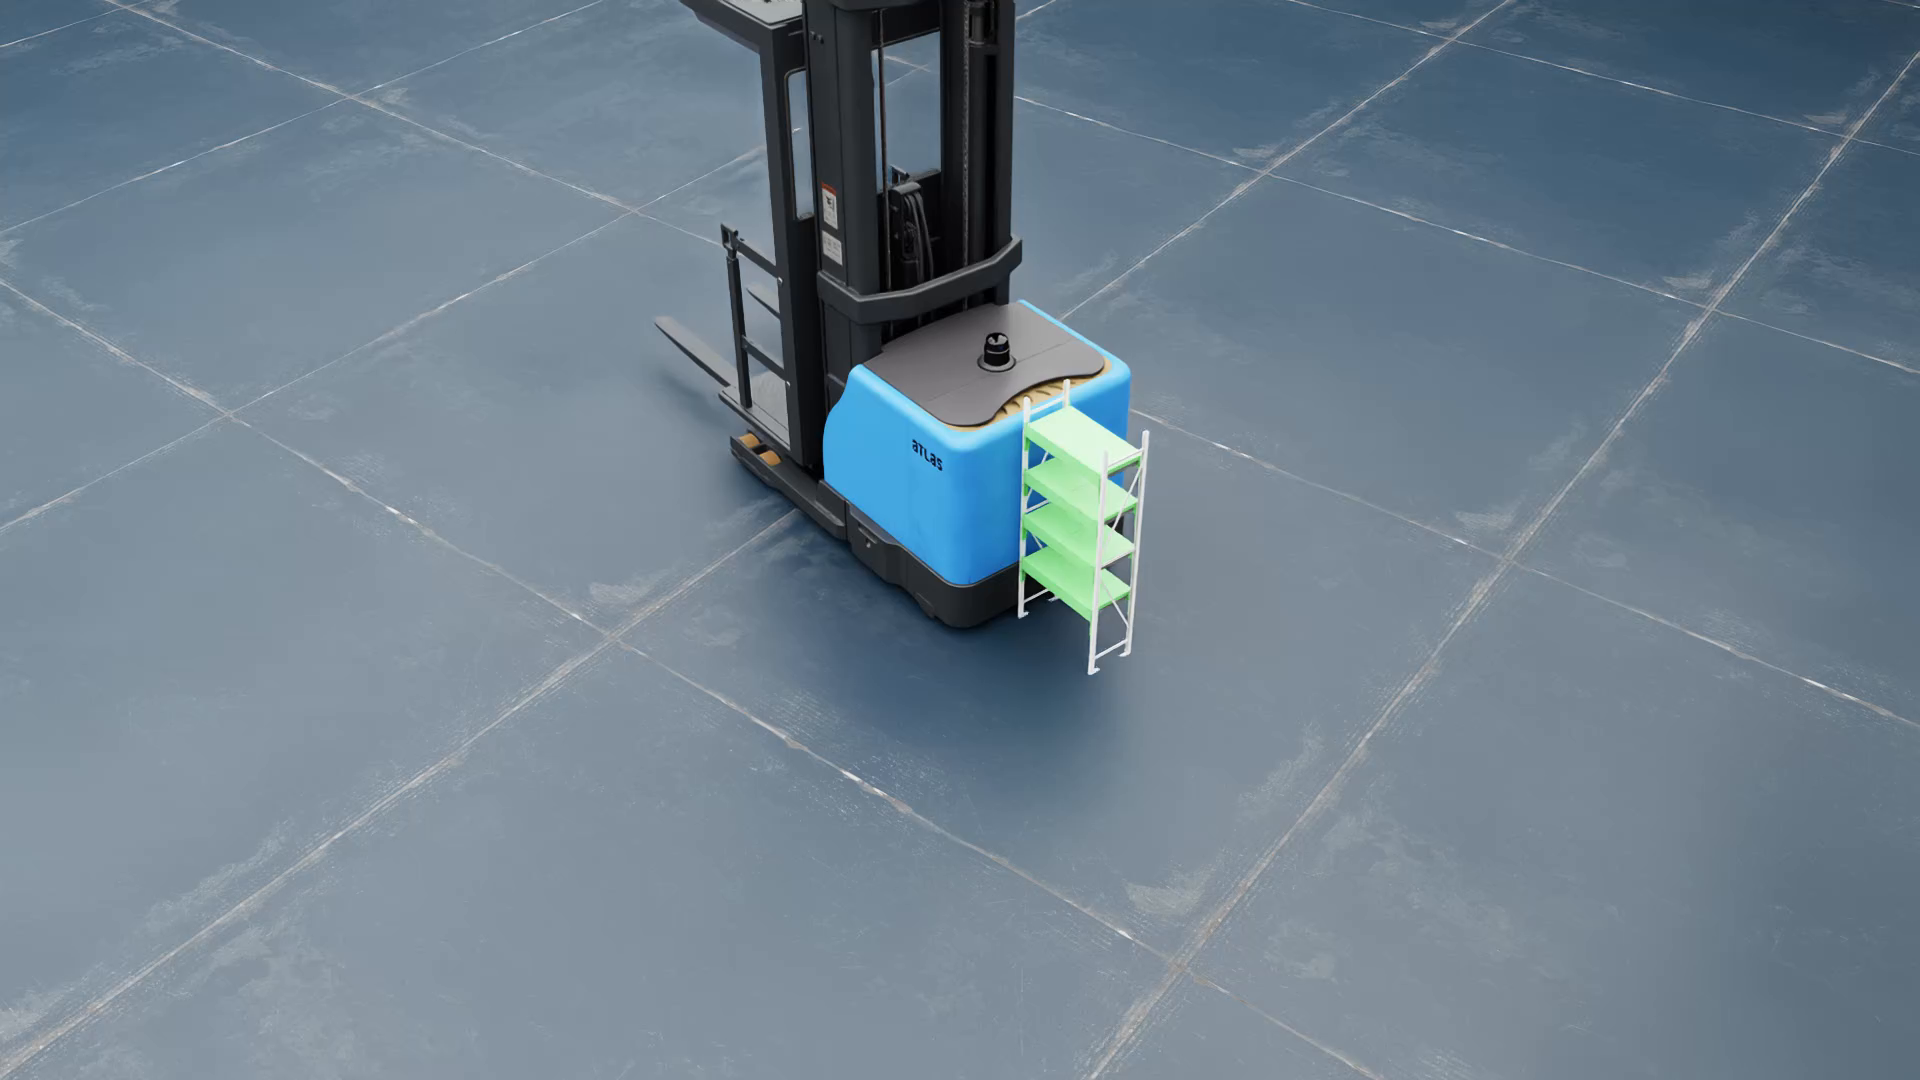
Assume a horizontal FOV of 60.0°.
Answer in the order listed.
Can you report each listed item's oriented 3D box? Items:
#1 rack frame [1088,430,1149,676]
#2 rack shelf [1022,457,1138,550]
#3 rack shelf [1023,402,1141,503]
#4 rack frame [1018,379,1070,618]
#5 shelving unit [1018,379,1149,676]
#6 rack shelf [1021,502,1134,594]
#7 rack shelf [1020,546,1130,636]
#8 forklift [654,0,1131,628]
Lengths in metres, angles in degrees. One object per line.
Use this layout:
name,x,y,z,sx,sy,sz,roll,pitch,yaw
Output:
rack frame,0.666,0.077,7.039,0.240,1.200,0.015,-26,45,-29
rack shelf,0.516,-0.180,7.082,0.258,0.148,0.480,-26,45,-29
rack shelf,0.516,-0.369,6.934,0.258,0.148,0.480,-26,45,-29
rack frame,0.366,-0.160,7.342,0.240,1.200,0.015,-26,45,-29
shelving unit,0.516,-0.041,7.190,0.258,1.200,0.503,-26,45,-29
rack shelf,0.516,0.009,7.230,0.258,0.148,0.480,-26,45,-29
rack shelf,0.516,0.198,7.378,0.258,0.148,0.480,-26,45,-29
forklift,-0.525,-1.609,7.788,1.130,2.935,3.031,-26,45,-29
